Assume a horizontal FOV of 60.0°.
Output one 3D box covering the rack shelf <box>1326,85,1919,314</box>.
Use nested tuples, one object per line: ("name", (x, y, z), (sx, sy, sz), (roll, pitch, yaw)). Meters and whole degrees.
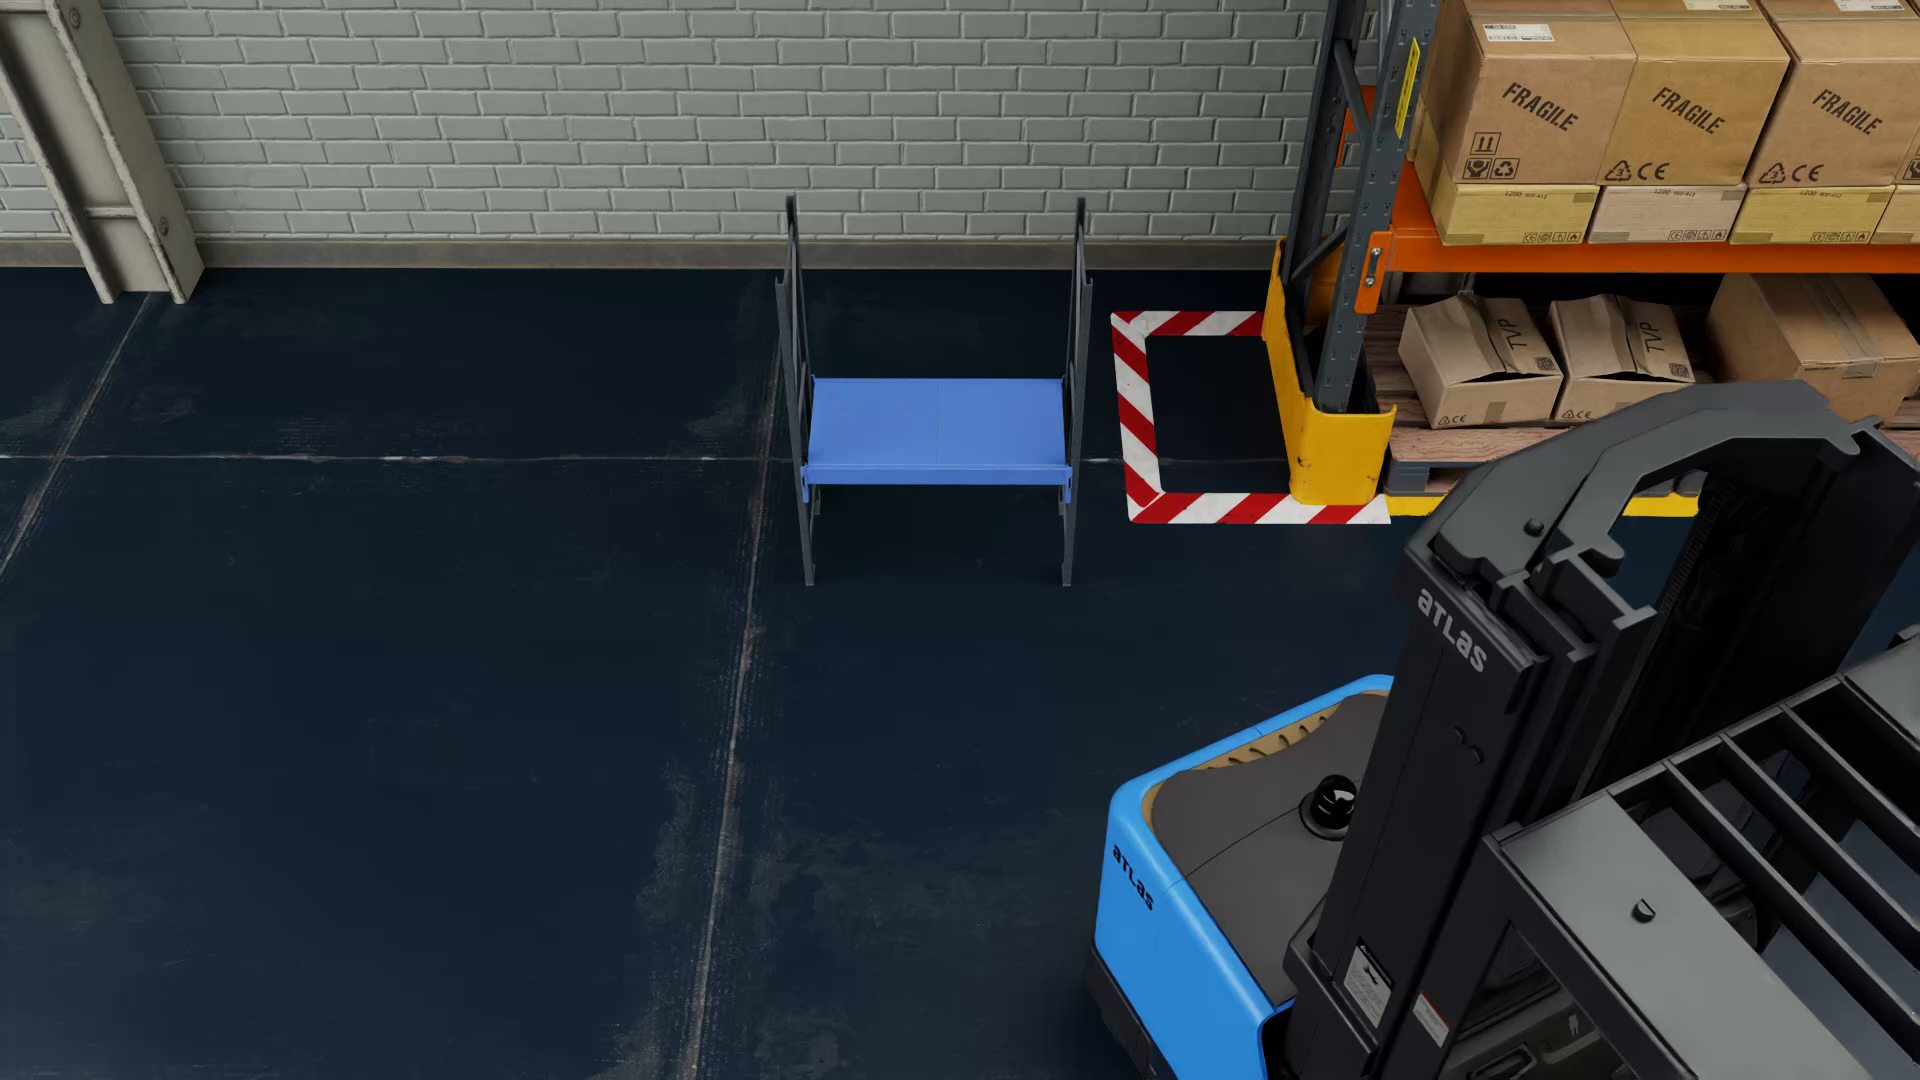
("rack shelf", (3.479, -1.344, 6.443), (4.000, 0.370, 1.077), (0, 47, 0))

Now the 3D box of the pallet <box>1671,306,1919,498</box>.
("pallet", (3.584, -0.611, 7.174), (1.213, 0.211, 1.003), (0, 47, 0))

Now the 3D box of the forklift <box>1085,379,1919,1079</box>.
("forklift", (1.523, 1.231, 3.602), (1.130, 2.935, 3.031), (-21, 50, -18))

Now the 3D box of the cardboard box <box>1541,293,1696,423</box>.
("cardboard box", (2.741, -0.759, 6.944), (0.500, 0.311, 0.500), (4, 47, 3))

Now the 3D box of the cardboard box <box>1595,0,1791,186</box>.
("cardboard box", (2.449, -1.576, 5.744), (0.500, 0.500, 0.500), (0, 47, 0))

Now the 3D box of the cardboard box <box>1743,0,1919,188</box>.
("cardboard box", (2.966, -1.570, 5.739), (0.500, 0.500, 0.500), (-1, 47, -1))

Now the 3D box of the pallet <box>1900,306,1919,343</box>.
("pallet", (4.807, -0.610, 7.173), (1.213, 0.211, 1.003), (0, 47, 0))

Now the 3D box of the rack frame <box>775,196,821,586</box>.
("rack frame", (-0.594, -0.513, 6.203), (0.032, 1.500, 0.500), (0, 47, 0))

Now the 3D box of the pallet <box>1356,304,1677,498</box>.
("pallet", (2.367, -0.616, 7.179), (1.213, 0.211, 1.003), (0, 47, 0))

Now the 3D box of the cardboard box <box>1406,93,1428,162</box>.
("cardboard box", (1.947, -1.691, 6.364), (0.500, 0.250, 0.500), (1, 47, 1))

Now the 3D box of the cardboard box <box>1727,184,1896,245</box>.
("cardboard box", (2.994, -1.320, 6.018), (0.500, 0.250, 0.500), (-1, 47, 0))

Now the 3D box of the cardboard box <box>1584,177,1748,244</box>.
("cardboard box", (2.485, -1.326, 6.024), (0.500, 0.250, 0.500), (-1, 47, -1))

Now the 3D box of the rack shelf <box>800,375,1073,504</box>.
("rack shelf", (-0.085, -0.389, 6.333), (1.000, 0.185, 0.538), (0, 47, 0))

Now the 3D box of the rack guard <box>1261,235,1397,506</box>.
("rack guard", (1.555, -0.743, 7.100), (0.348, 0.500, 1.175), (0, 47, 0))

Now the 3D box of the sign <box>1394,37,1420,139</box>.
("sign", (1.477, -1.493, 5.499), (0.005, 0.325, 0.100), (0, 47, 0))

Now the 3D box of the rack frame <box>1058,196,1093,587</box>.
("rack frame", (0.423, -0.510, 6.200), (0.032, 1.500, 0.500), (0, 47, 0))

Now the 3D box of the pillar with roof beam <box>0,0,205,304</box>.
("pillar with roof beam", (-3.834, -1.135, 1.659), (0.400, 9.000, 9.100), (0, 47, 0))

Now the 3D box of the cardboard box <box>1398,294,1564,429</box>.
("cardboard box", (2.170, -0.761, 6.945), (0.500, 0.311, 0.500), (-5, 47, -4))

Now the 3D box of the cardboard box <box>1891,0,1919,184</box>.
("cardboard box", (3.482, -1.577, 5.745), (0.500, 0.500, 0.500), (1, 47, 1))

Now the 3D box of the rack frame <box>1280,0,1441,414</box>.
("rack frame", (1.479, -1.595, 6.185), (0.127, 3.000, 1.000), (0, 47, 0))

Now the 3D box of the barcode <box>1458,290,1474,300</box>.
("barcode", (2.190, -1.057, 7.214), (0.075, 0.075, 0.001), (0, 47, 0))

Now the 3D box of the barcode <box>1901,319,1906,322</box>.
("barcode", (4.009, -0.921, 7.129), (0.075, 0.075, 0.001), (0, 47, 0))

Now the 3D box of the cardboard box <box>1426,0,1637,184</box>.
("cardboard box", (1.955, -1.585, 5.752), (0.500, 0.500, 0.500), (0, 47, 0))

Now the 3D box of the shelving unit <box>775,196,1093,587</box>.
("shelving unit", (-0.085, -0.511, 6.201), (1.048, 1.500, 0.538), (0, 47, 0))

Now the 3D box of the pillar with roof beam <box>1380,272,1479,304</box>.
("pillar with roof beam", (2.166, -1.119, 1.644), (0.400, 9.000, 9.100), (0, 47, 0))

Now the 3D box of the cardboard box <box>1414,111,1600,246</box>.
("cardboard box", (1.966, -1.317, 6.015), (0.500, 0.250, 0.500), (-1, 47, -1))

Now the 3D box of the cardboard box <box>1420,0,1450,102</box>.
("cardboard box", (1.951, -1.960, 6.102), (0.500, 0.500, 0.500), (0, 47, 0))

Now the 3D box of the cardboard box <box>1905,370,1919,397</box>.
("cardboard box", (3.880, -0.781, 7.075), (0.250, 0.149, 0.380), (-3, 47, -3))

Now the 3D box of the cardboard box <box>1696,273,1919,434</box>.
("cardboard box", (3.474, -0.785, 6.839), (0.500, 0.500, 0.700), (-3, 47, -2))

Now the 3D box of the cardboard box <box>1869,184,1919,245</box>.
("cardboard box", (3.500, -1.317, 6.015), (0.500, 0.250, 0.500), (1, 47, 1))
